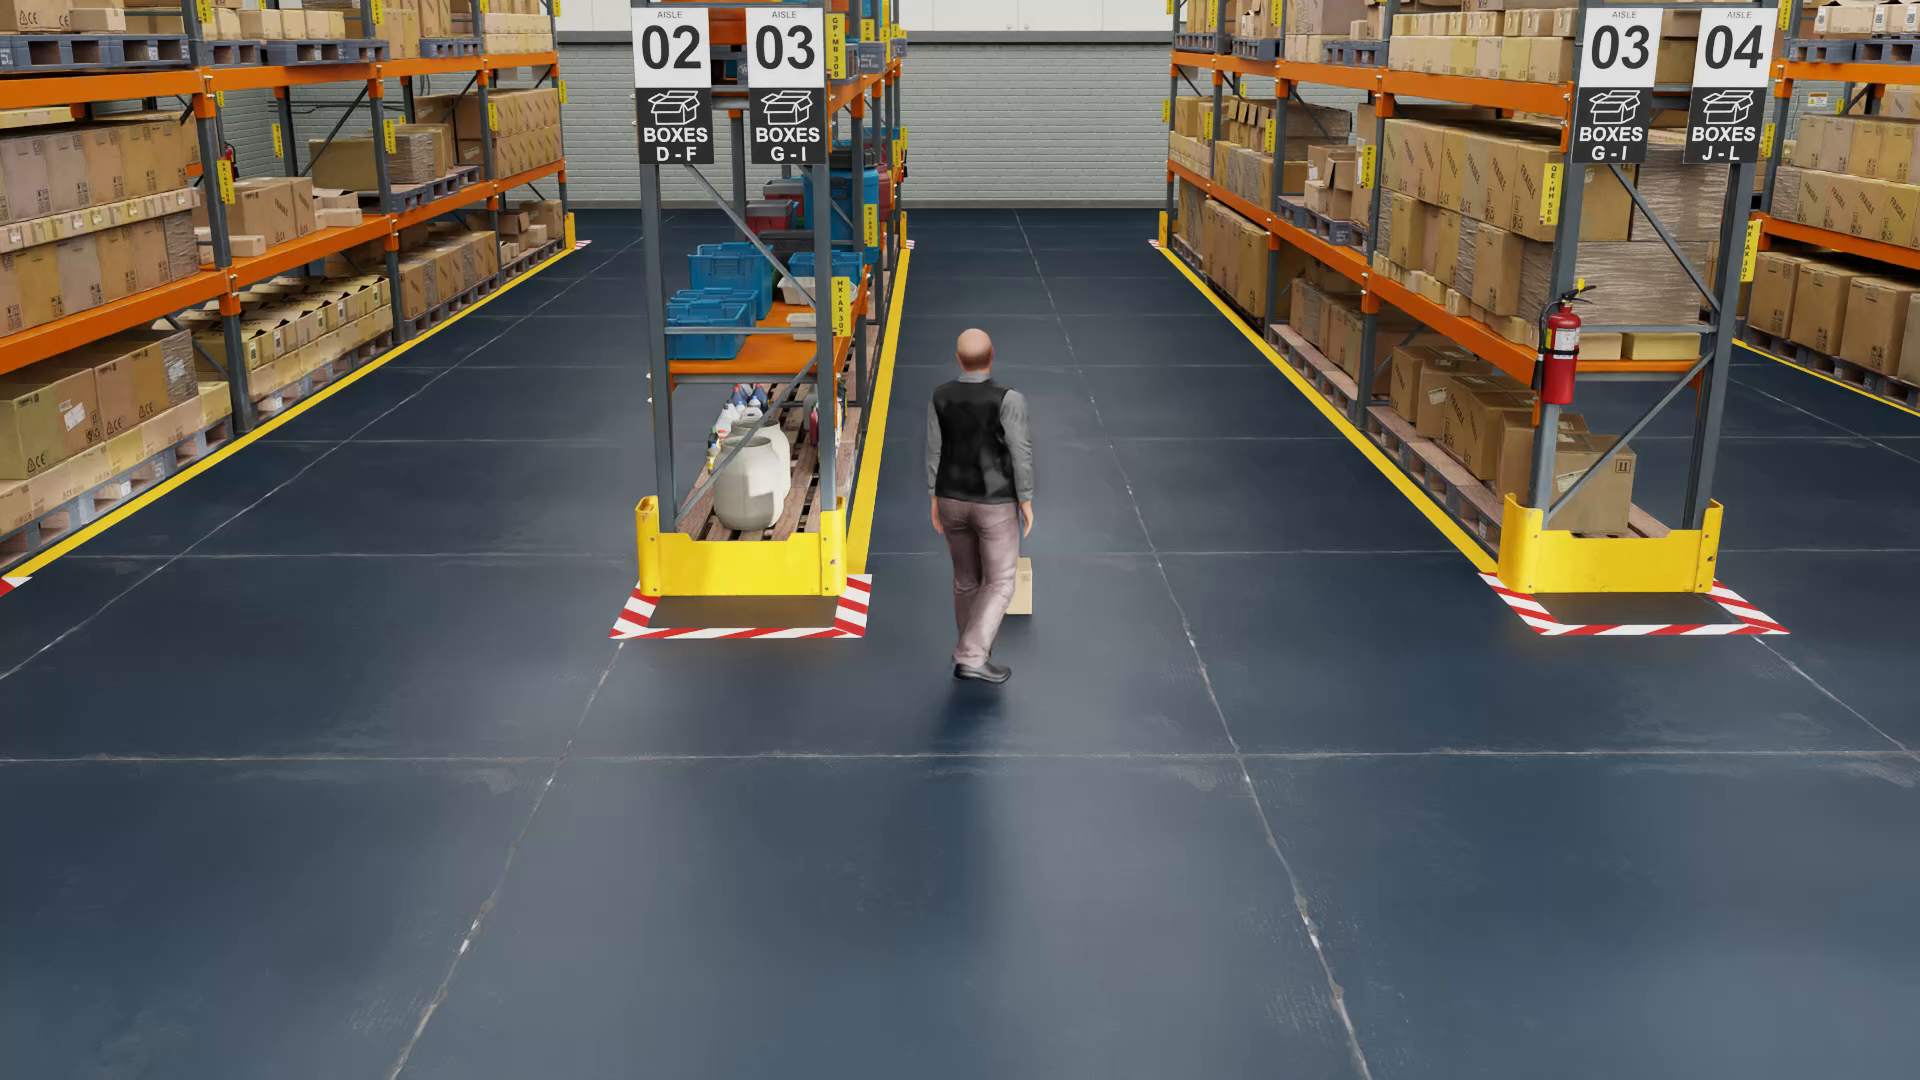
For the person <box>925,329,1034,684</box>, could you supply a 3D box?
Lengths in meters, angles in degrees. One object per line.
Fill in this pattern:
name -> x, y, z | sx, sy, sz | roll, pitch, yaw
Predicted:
person -> 0.071, -0.107, 8.082 | 0.558, 1.625, 0.670 | 9, 19, 26
